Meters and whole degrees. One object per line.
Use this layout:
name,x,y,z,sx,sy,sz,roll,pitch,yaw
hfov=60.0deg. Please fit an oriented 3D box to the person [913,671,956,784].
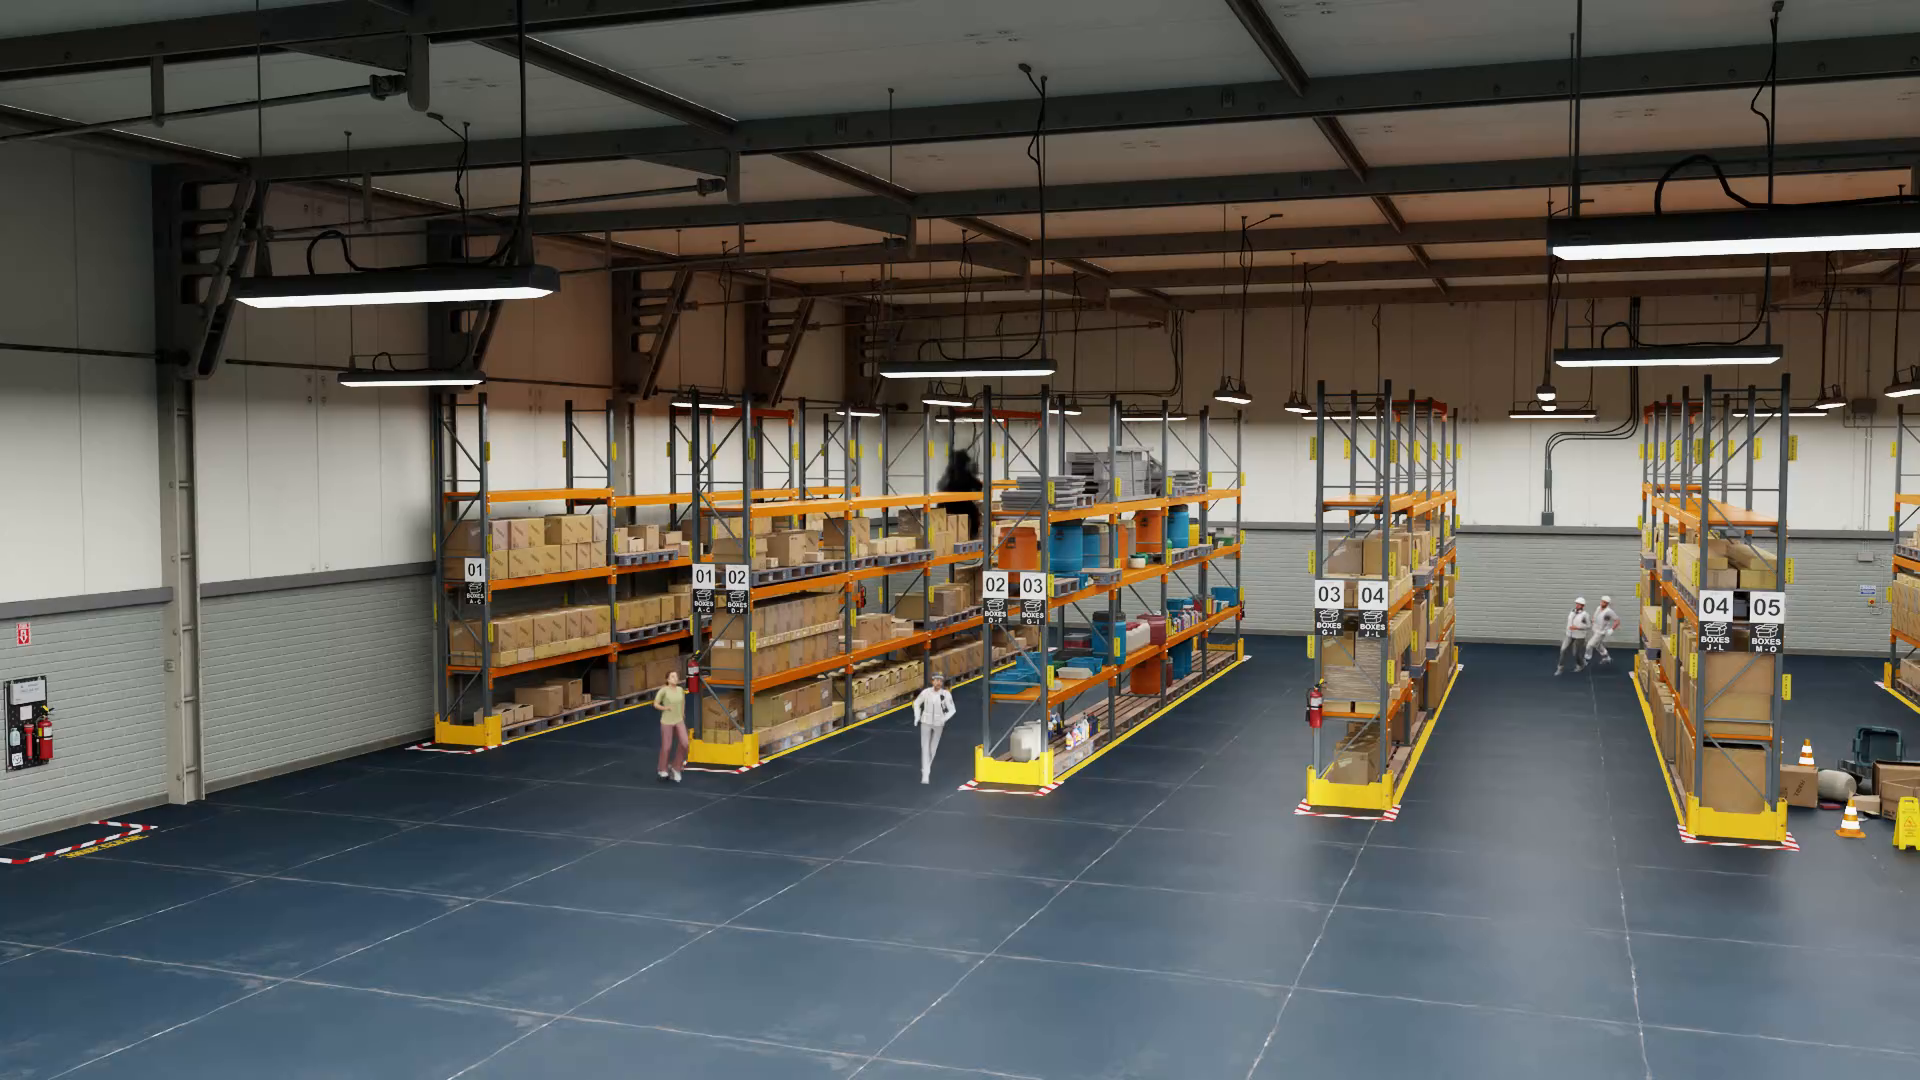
person,-0.391,2.830,25.379,0.647,1.684,0.748,0,3,-1

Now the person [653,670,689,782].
person,-4.384,2.819,25.344,0.585,1.691,0.599,-2,4,-33

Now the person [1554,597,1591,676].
person,13.740,2.148,37.045,0.912,1.755,0.679,-2,4,-38

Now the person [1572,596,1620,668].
person,14.578,2.103,38.172,0.953,1.706,0.843,1,3,13
